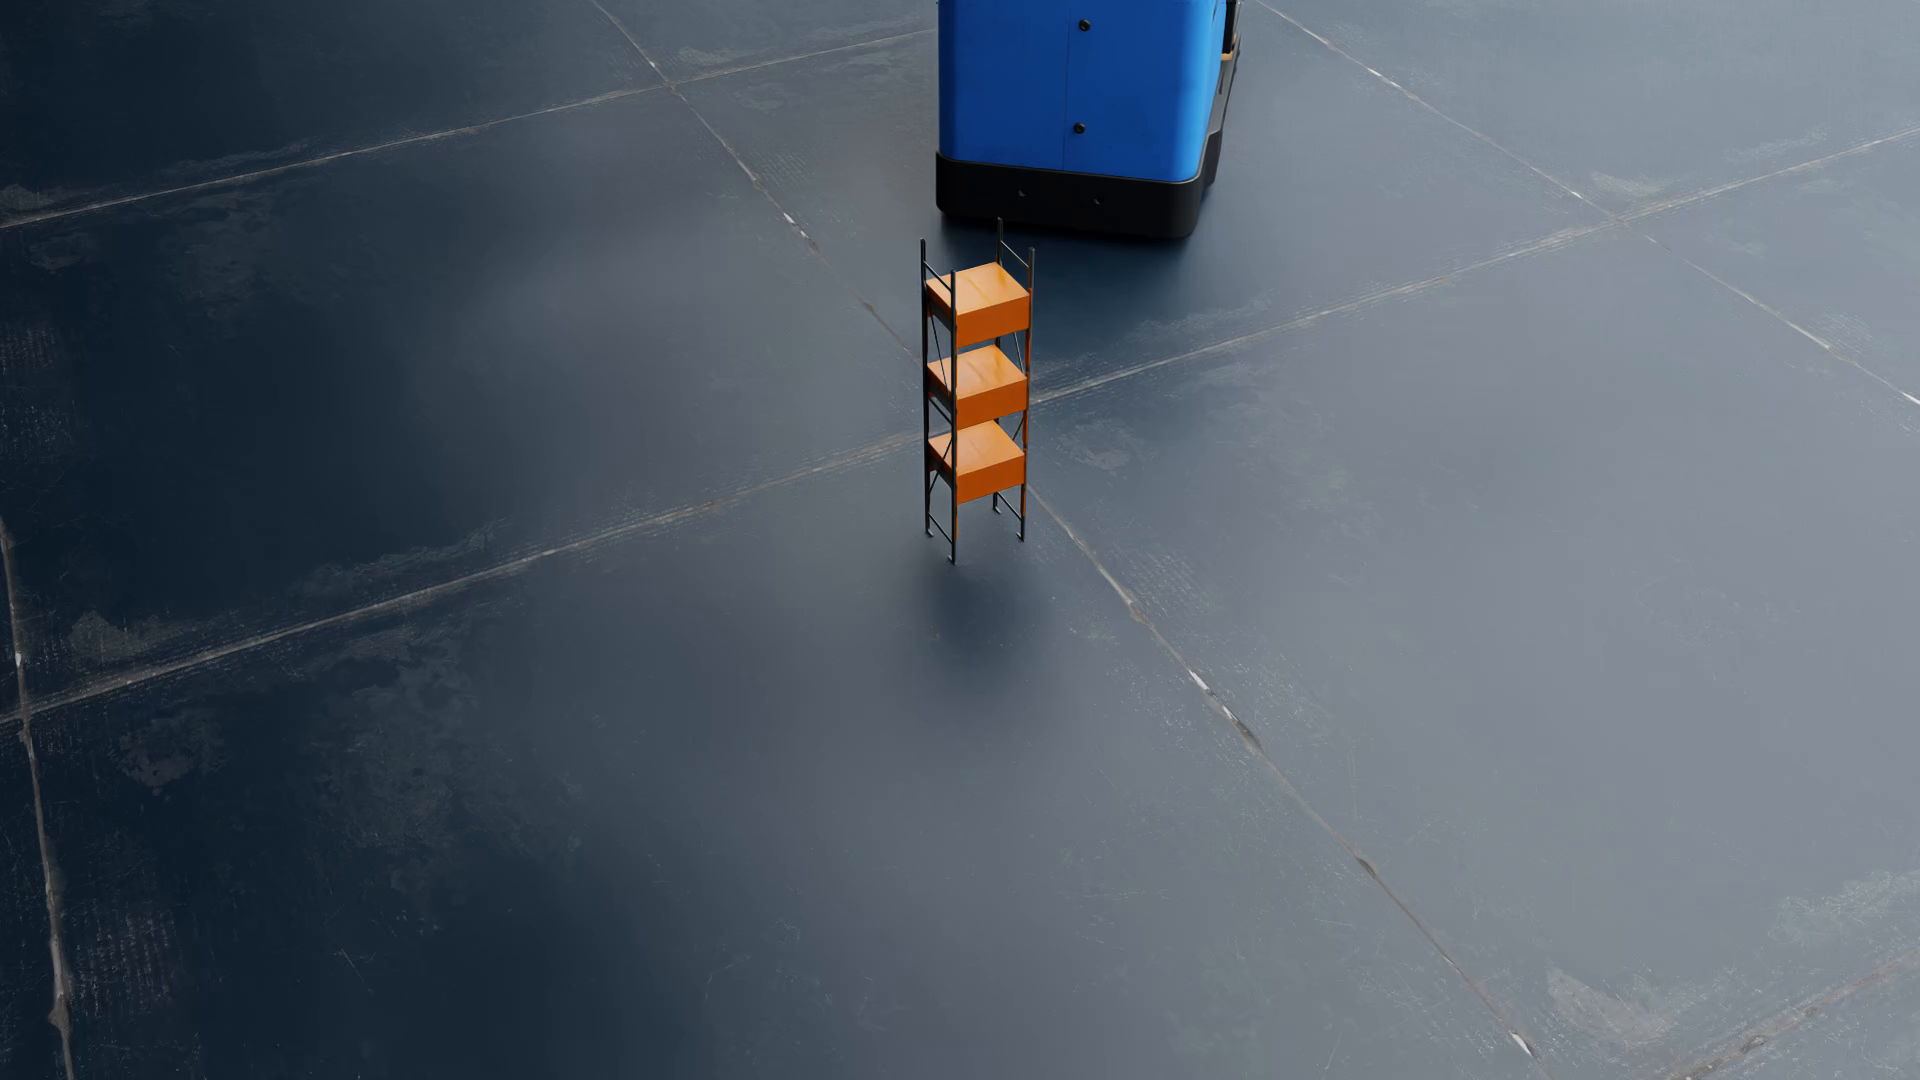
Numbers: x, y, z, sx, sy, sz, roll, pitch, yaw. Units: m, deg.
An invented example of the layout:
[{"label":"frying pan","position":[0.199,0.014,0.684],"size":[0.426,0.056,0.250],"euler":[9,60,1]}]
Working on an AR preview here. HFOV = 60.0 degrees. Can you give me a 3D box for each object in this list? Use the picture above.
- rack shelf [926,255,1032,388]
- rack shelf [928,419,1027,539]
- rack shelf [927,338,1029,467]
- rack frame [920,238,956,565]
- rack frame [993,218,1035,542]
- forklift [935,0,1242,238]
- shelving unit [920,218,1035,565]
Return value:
[{"label":"rack shelf","position":[0.047,-0.625,4.753],"size":[0.240,0.259,0.215],"euler":[-19,44,-21]},{"label":"rack shelf","position":[0.047,-0.196,5.116],"size":[0.240,0.259,0.215],"euler":[-19,44,-21]},{"label":"rack shelf","position":[0.047,-0.409,4.937],"size":[0.240,0.259,0.215],"euler":[-19,44,-21]},{"label":"rack frame","position":[-0.061,-0.380,4.887],"size":[0.008,1.050,0.200],"euler":[-19,44,-21]},{"label":"rack frame","position":[0.156,-0.453,4.973],"size":[0.008,1.050,0.200],"euler":[-19,44,-21]},{"label":"forklift","position":[0.715,-3.264,6.838],"size":[1.130,2.935,3.031],"euler":[8,41,9]},{"label":"shelving unit","position":[0.047,-0.417,4.930],"size":[0.252,1.050,0.215],"euler":[-19,44,-21]}]
